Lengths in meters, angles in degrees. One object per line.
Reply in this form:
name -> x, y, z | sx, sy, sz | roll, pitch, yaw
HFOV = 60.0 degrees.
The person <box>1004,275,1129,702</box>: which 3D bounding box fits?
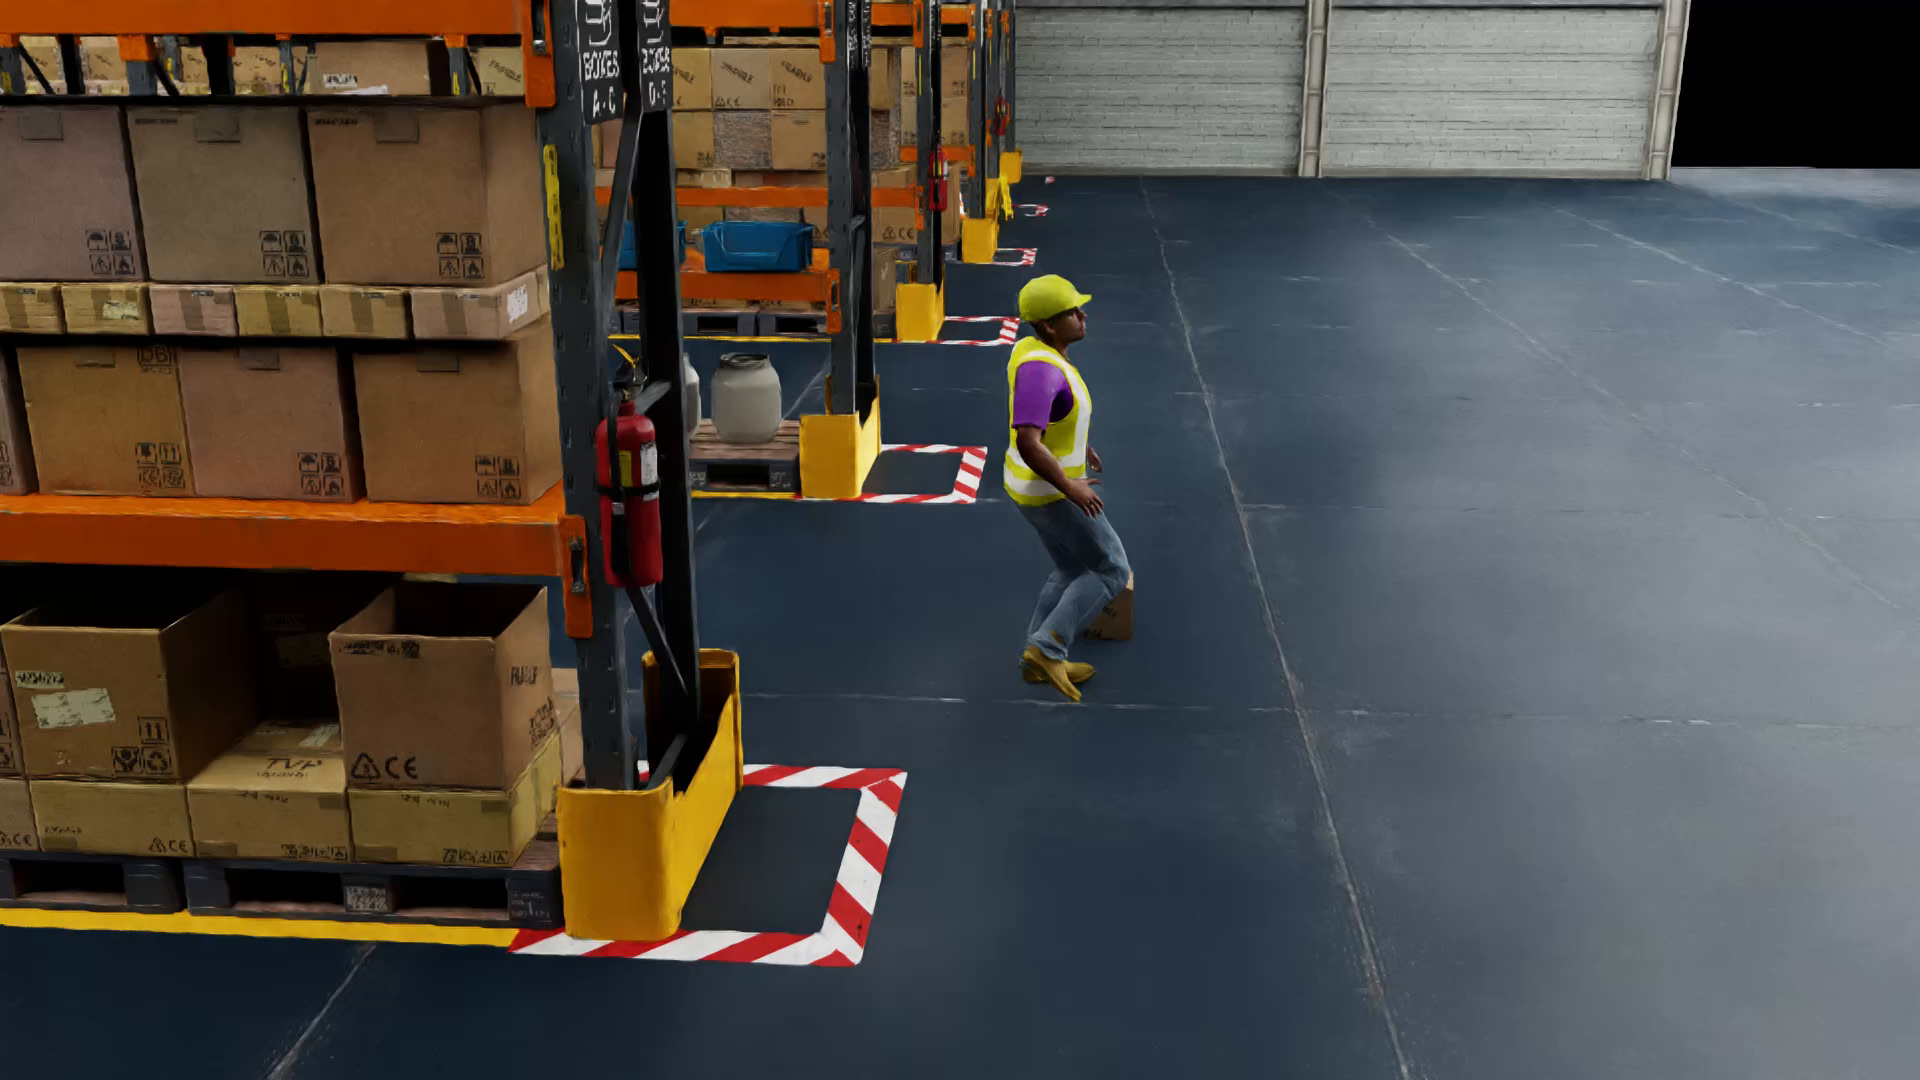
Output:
person -> 0.407, -0.220, 6.772 | 0.517, 1.732, 0.750 | -3, 18, -10
